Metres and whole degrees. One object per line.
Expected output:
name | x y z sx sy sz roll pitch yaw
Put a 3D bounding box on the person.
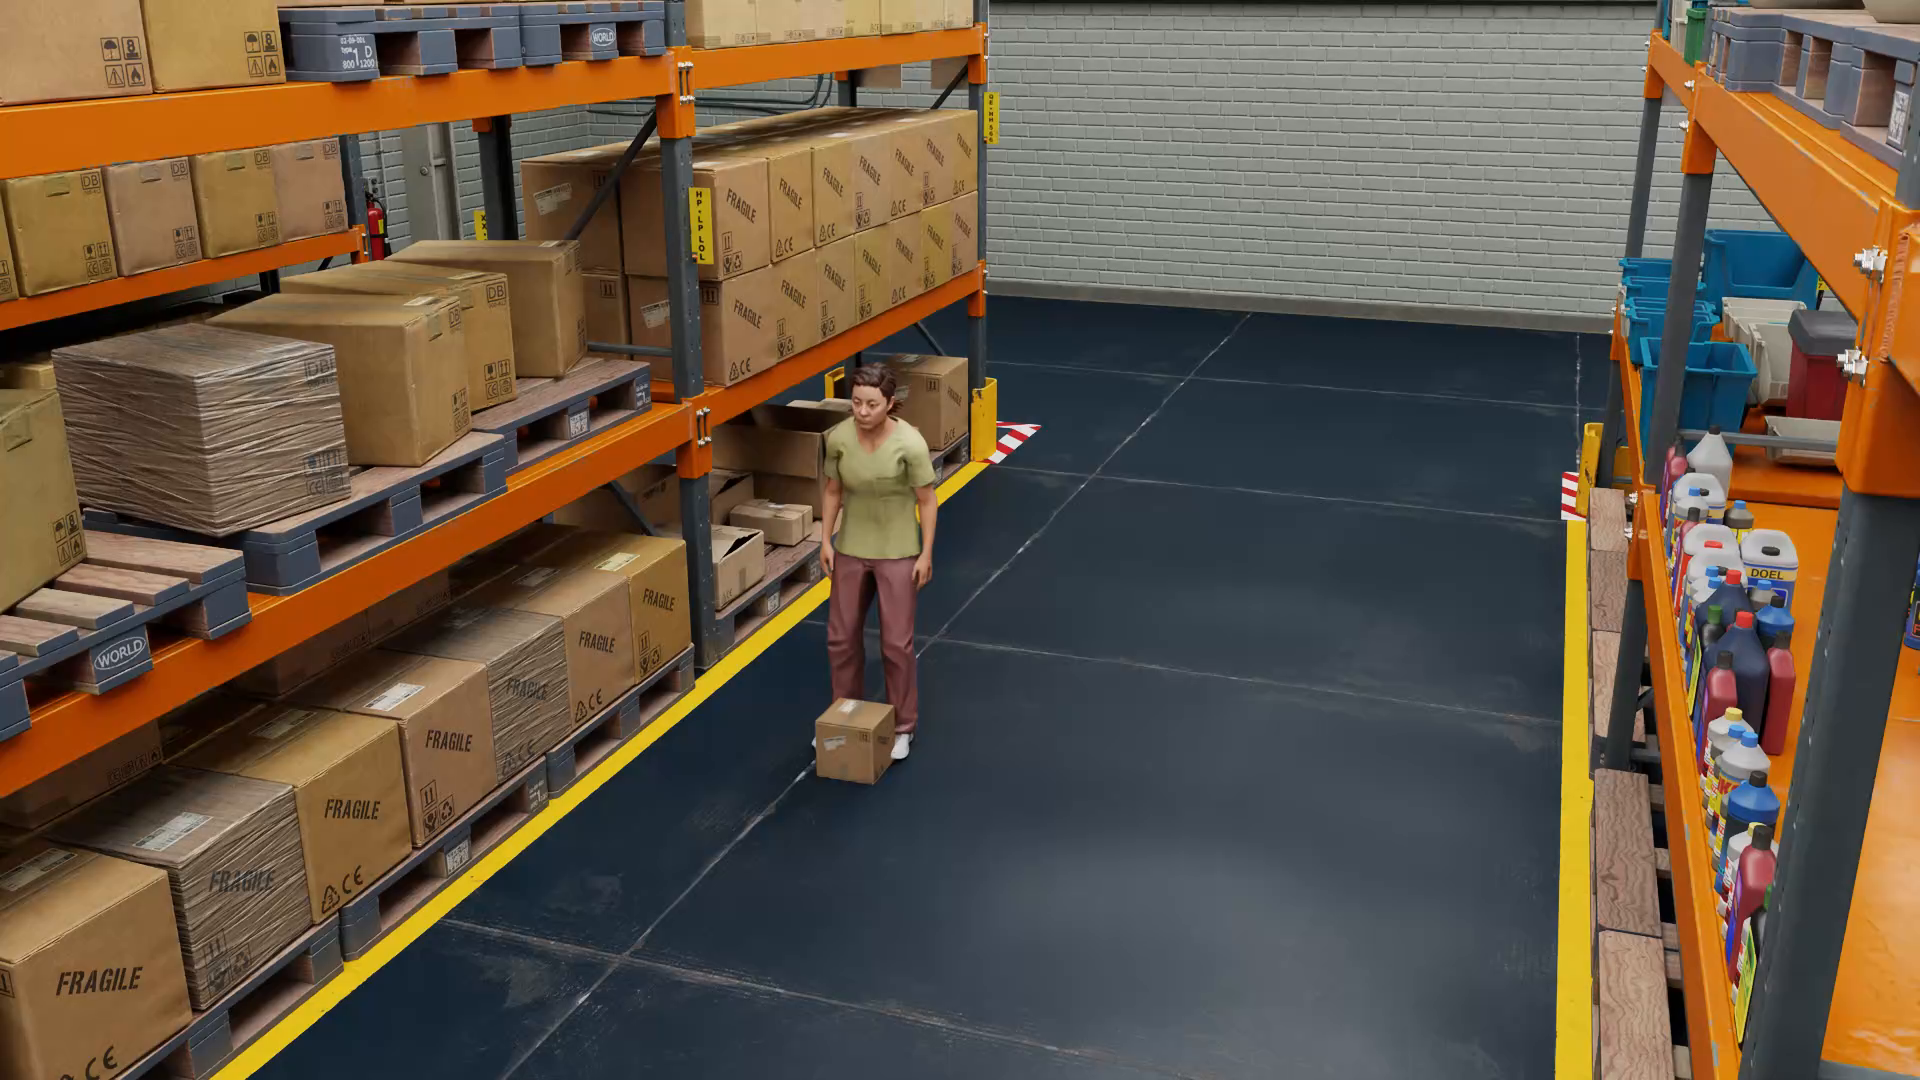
person | -0.350 0.076 6.840 0.501 1.672 0.363 6 20 17
